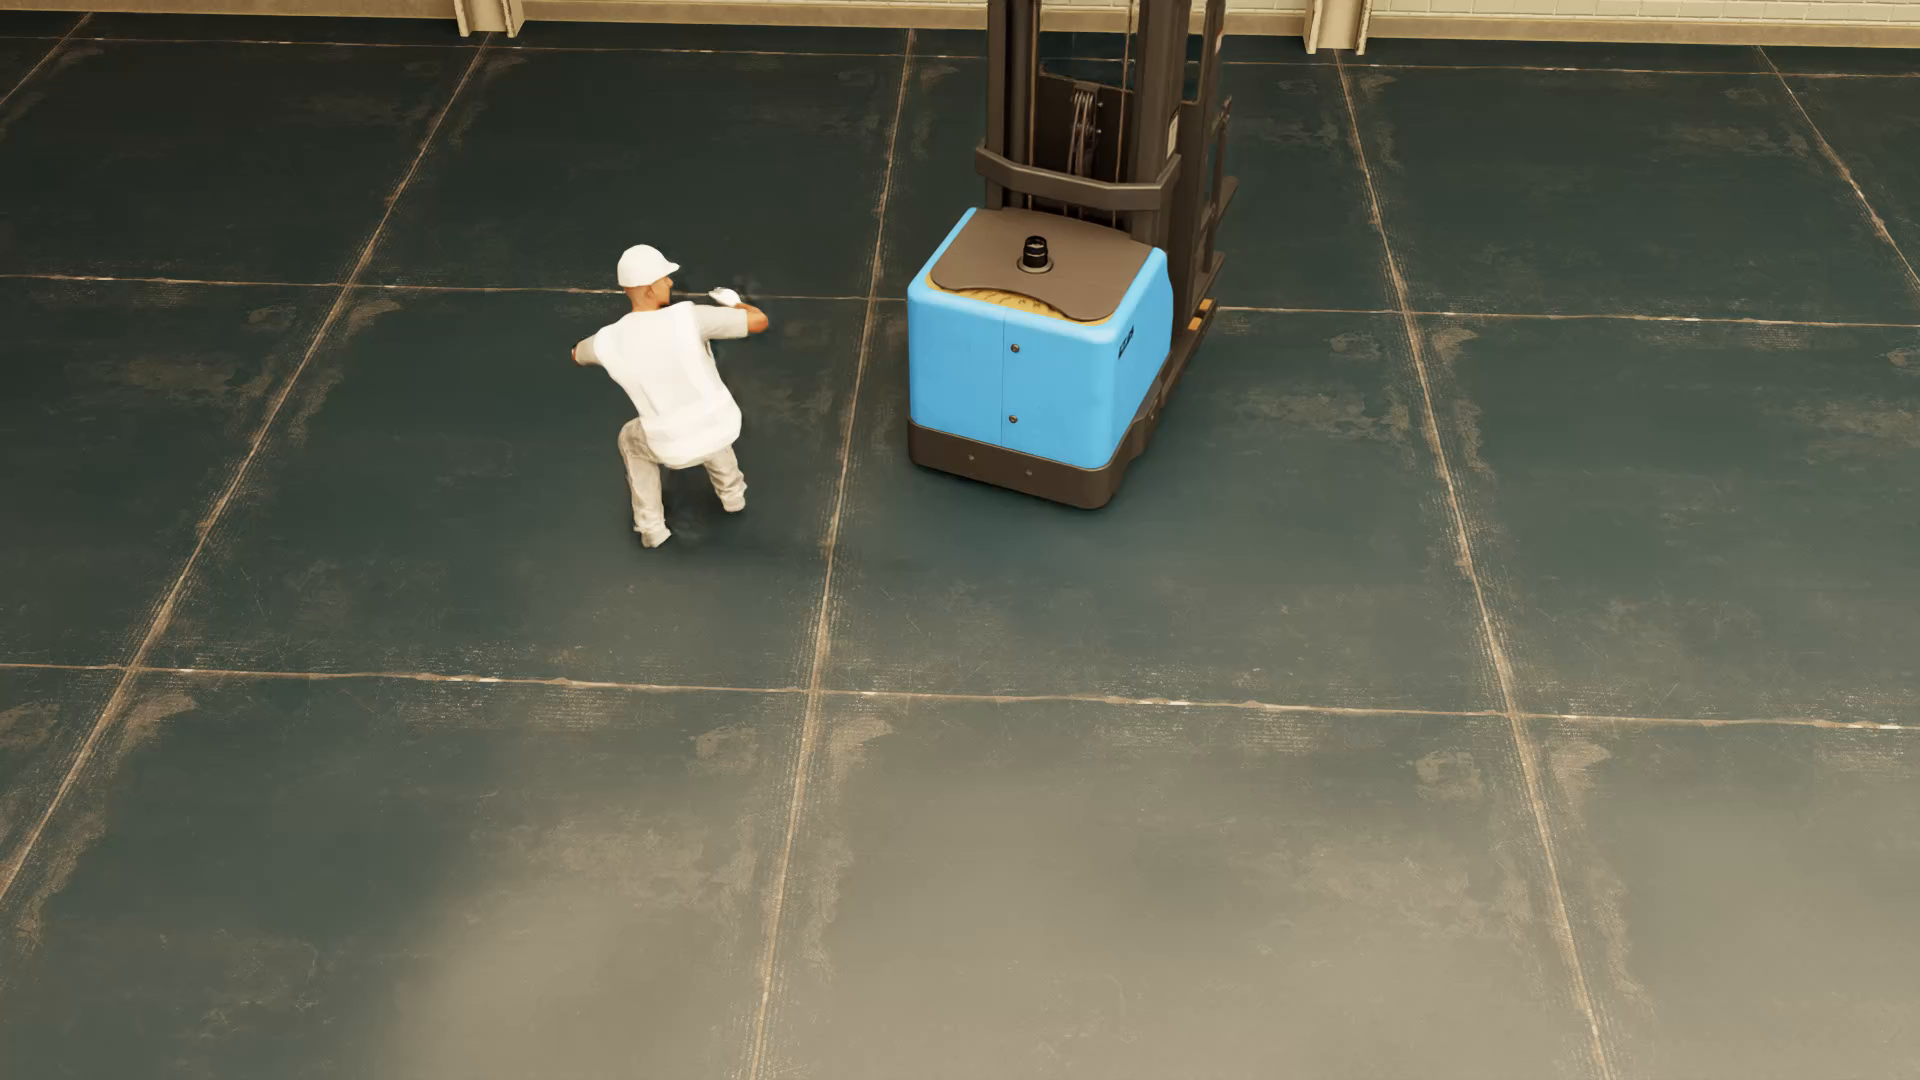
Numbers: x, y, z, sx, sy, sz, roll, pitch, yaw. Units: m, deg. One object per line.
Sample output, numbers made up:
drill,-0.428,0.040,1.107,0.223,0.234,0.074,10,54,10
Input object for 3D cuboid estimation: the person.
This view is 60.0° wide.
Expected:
person,-1.308,-0.707,7.603,0.829,1.500,0.964,-14,44,-15

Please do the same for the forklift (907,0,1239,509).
forklift,0.775,-2.234,8.189,1.130,2.935,3.031,16,45,16
